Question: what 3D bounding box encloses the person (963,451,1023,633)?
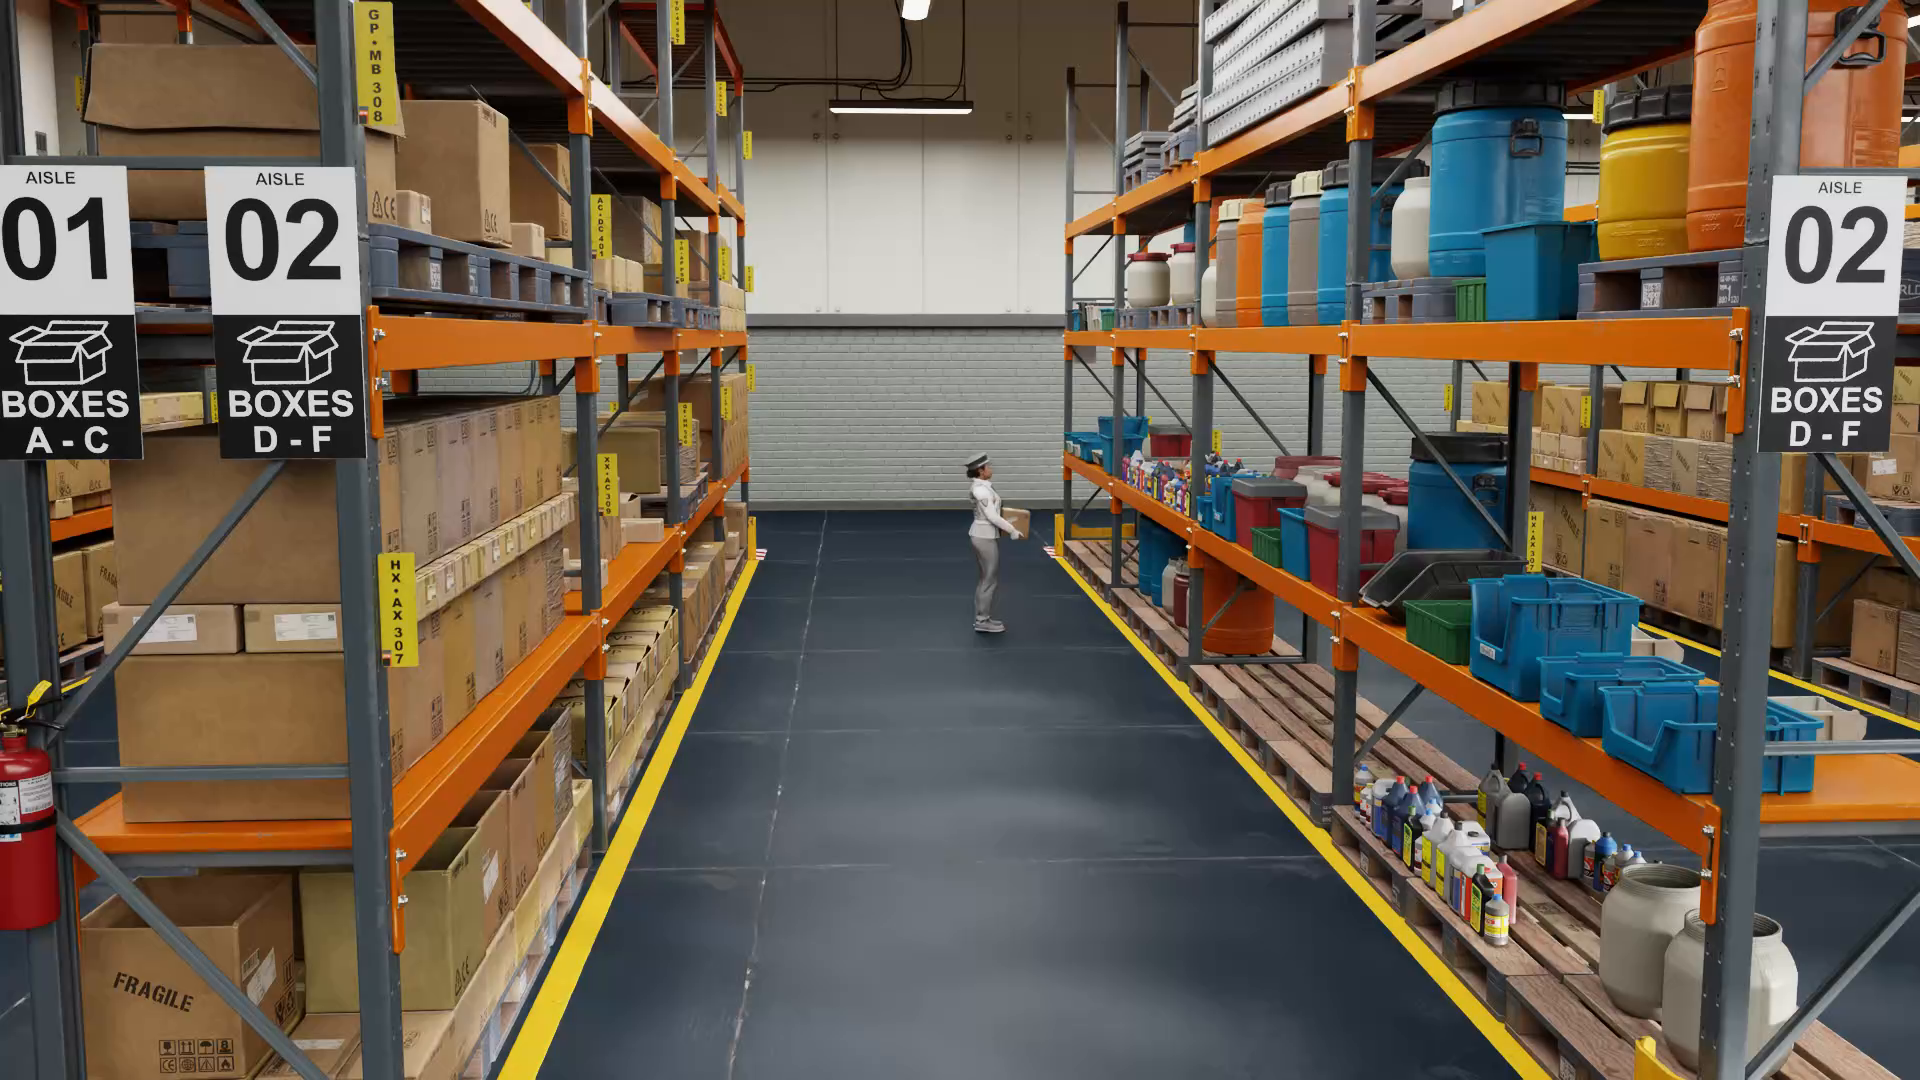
[{"bbox_3d":[0.306,0.008,15.582,0.557,1.686,0.460,0,7,-3],"label":"person"}]
